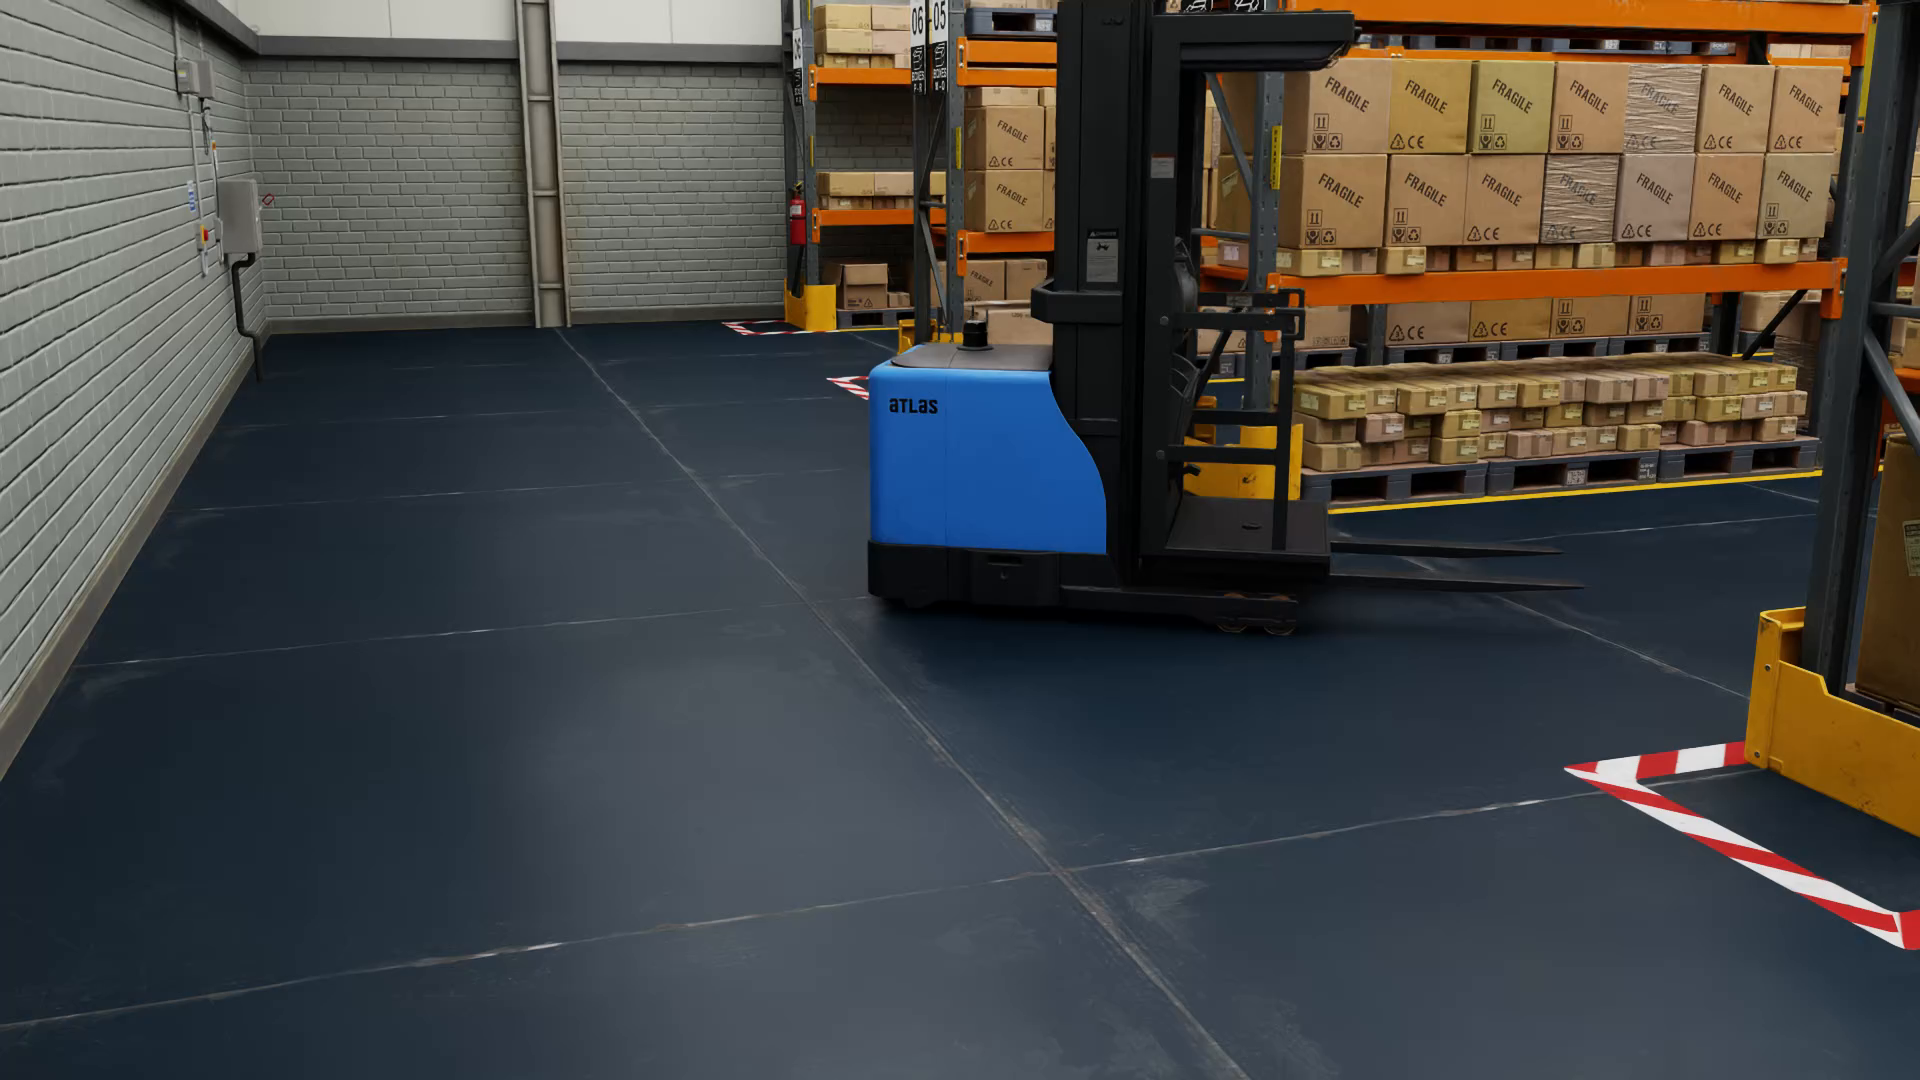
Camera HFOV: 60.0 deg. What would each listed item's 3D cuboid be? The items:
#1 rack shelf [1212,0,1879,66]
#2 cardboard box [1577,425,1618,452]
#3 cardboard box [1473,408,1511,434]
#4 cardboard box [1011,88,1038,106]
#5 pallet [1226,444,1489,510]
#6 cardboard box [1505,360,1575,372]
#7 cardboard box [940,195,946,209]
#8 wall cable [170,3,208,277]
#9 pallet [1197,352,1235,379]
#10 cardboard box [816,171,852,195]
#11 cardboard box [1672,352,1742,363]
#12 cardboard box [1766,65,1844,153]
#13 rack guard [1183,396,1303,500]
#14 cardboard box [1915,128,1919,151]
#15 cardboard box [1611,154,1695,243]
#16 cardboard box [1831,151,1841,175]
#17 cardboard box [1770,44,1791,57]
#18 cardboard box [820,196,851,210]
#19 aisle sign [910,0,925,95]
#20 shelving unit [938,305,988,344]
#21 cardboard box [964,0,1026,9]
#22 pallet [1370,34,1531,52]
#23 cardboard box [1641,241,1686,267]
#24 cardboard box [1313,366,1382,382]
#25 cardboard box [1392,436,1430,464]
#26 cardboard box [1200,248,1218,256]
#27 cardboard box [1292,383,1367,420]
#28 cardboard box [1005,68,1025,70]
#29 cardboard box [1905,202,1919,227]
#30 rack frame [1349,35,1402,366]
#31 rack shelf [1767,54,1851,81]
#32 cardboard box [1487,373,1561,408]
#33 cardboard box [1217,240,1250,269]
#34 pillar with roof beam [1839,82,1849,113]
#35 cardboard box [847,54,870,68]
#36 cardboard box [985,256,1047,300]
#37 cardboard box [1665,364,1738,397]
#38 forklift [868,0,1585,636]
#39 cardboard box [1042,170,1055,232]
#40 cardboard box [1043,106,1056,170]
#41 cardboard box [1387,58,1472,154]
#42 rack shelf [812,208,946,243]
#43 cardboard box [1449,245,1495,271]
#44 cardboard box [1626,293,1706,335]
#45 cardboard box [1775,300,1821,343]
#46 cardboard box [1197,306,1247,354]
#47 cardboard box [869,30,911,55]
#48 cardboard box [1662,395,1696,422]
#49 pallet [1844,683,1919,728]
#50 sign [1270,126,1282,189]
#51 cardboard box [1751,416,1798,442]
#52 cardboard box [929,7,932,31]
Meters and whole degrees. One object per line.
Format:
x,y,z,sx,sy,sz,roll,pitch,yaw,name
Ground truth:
3.386,-2.972,9.726,4.000,0.370,1.077,-4,14,-18,rack shelf
3.769,-0.643,10.116,0.250,0.149,0.380,-4,14,-17,cardboard box
3.049,-0.740,9.882,0.250,0.149,0.380,-5,14,-21,cardboard box
0.466,-3.644,13.702,0.250,0.149,0.380,-4,14,-17,cardboard box
2.343,-0.416,9.935,1.213,0.211,1.003,-4,14,-18,pallet
3.646,-1.037,10.486,0.250,0.149,0.380,-5,14,-20,cardboard box
-0.135,-3.807,18.710,0.250,0.149,0.380,-5,14,-20,cardboard box
-5.521,-2.881,12.010,0.123,1.953,0.585,-4,14,-18,wall cable
1.703,-1.602,14.920,1.213,0.211,1.003,-4,14,-18,pallet
-1.420,-4.045,18.849,0.500,0.250,0.500,-4,14,-16,cardboard box
4.889,-1.137,10.907,0.250,0.149,0.380,-4,14,-16,cardboard box
4.922,-2.596,10.054,0.500,0.500,0.500,-5,14,-20,cardboard box
1.562,-0.504,9.683,0.348,0.500,1.175,-4,14,-18,rack guard
9.367,-3.879,16.704,0.500,0.500,0.500,-5,14,-20,cardboard box
3.949,-2.031,9.841,0.500,0.500,0.500,-5,14,-18,cardboard box
5.599,-2.454,10.827,0.250,0.149,0.380,-4,14,-15,cardboard box
7.751,-4.706,16.008,0.250,0.149,0.380,-4,14,-18,cardboard box
-1.372,-3.723,18.356,0.250,0.149,0.380,-5,14,-18,cardboard box
-0.351,-4.120,13.865,0.004,0.787,0.394,-4,14,-18,aisle sign
0.014,-0.585,8.508,0.189,1.200,0.258,-4,14,-18,shelving unit
0.213,-4.485,13.735,0.500,0.250,0.500,-6,15,-23,cardboard box
4.460,-4.533,15.149,1.217,0.209,0.805,-5,14,-20,pallet
4.103,-1.726,9.958,0.250,0.149,0.380,-5,14,-20,cardboard box
2.373,-0.969,10.203,0.250,0.149,0.380,-5,14,-19,cardboard box
2.544,-0.558,9.759,0.250,0.149,0.380,-4,14,-17,cardboard box
2.922,-3.507,19.998,0.250,0.149,0.380,-5,14,-21,cardboard box
2.095,-0.786,9.432,0.250,0.149,0.380,-5,14,-21,cardboard box
0.549,-5.337,18.657,0.250,0.149,0.380,-4,14,-17,cardboard box
5.801,-2.020,10.289,0.250,0.149,0.380,-5,14,-21,cardboard box
3.607,-3.088,15.144,0.127,3.000,1.000,-4,14,-18,rack frame
9.293,-4.640,16.742,4.000,0.370,1.077,-4,14,-18,rack shelf
3.336,-0.887,9.858,0.250,0.149,0.380,-4,14,-17,cardboard box
1.709,-1.679,9.761,0.250,0.149,0.380,-4,14,-18,cardboard box
13.819,-7.183,19.394,0.400,9.000,9.100,-4,14,-18,pillar with roof beam
-1.155,-5.216,18.150,0.250,0.149,0.380,-4,14,-17,cardboard box
0.645,-3.025,19.373,0.500,0.500,0.700,-5,14,-20,cardboard box
4.564,-0.986,10.273,0.250,0.149,0.380,-5,14,-19,cardboard box
1.163,-1.159,7.183,3.031,2.935,1.130,3,14,11,forklift
0.833,-2.858,13.958,0.500,0.500,0.500,-5,14,-19,cardboard box
0.849,-3.341,13.828,0.500,0.500,0.500,-5,14,-20,cardboard box
2.477,-2.408,9.265,0.500,0.500,0.500,-4,14,-16,cardboard box
0.125,-3.679,19.182,4.000,0.370,1.077,-4,14,-18,rack shelf
2.869,-1.644,9.617,0.250,0.149,0.380,-5,14,-19,cardboard box
6.717,-2.521,16.444,0.875,0.875,0.875,-5,14,-19,cardboard box
5.907,-1.473,11.229,0.500,0.250,0.500,-5,14,-20,cardboard box
2.129,-1.957,15.017,0.875,0.438,0.875,-5,14,-20,cardboard box
-0.788,-5.427,18.176,0.500,0.250,0.500,-4,14,-17,cardboard box
4.314,-0.836,10.285,0.250,0.149,0.380,-4,14,-18,cardboard box
3.709,0.661,5.408,1.213,0.211,1.003,-4,14,-18,pallet
1.663,-2.017,8.769,0.005,0.325,0.100,-4,14,-18,sign
5.018,-0.724,10.456,0.250,0.149,0.380,-4,14,-17,cardboard box
-0.311,-5.707,18.271,0.500,0.250,0.500,-5,14,-19,cardboard box
